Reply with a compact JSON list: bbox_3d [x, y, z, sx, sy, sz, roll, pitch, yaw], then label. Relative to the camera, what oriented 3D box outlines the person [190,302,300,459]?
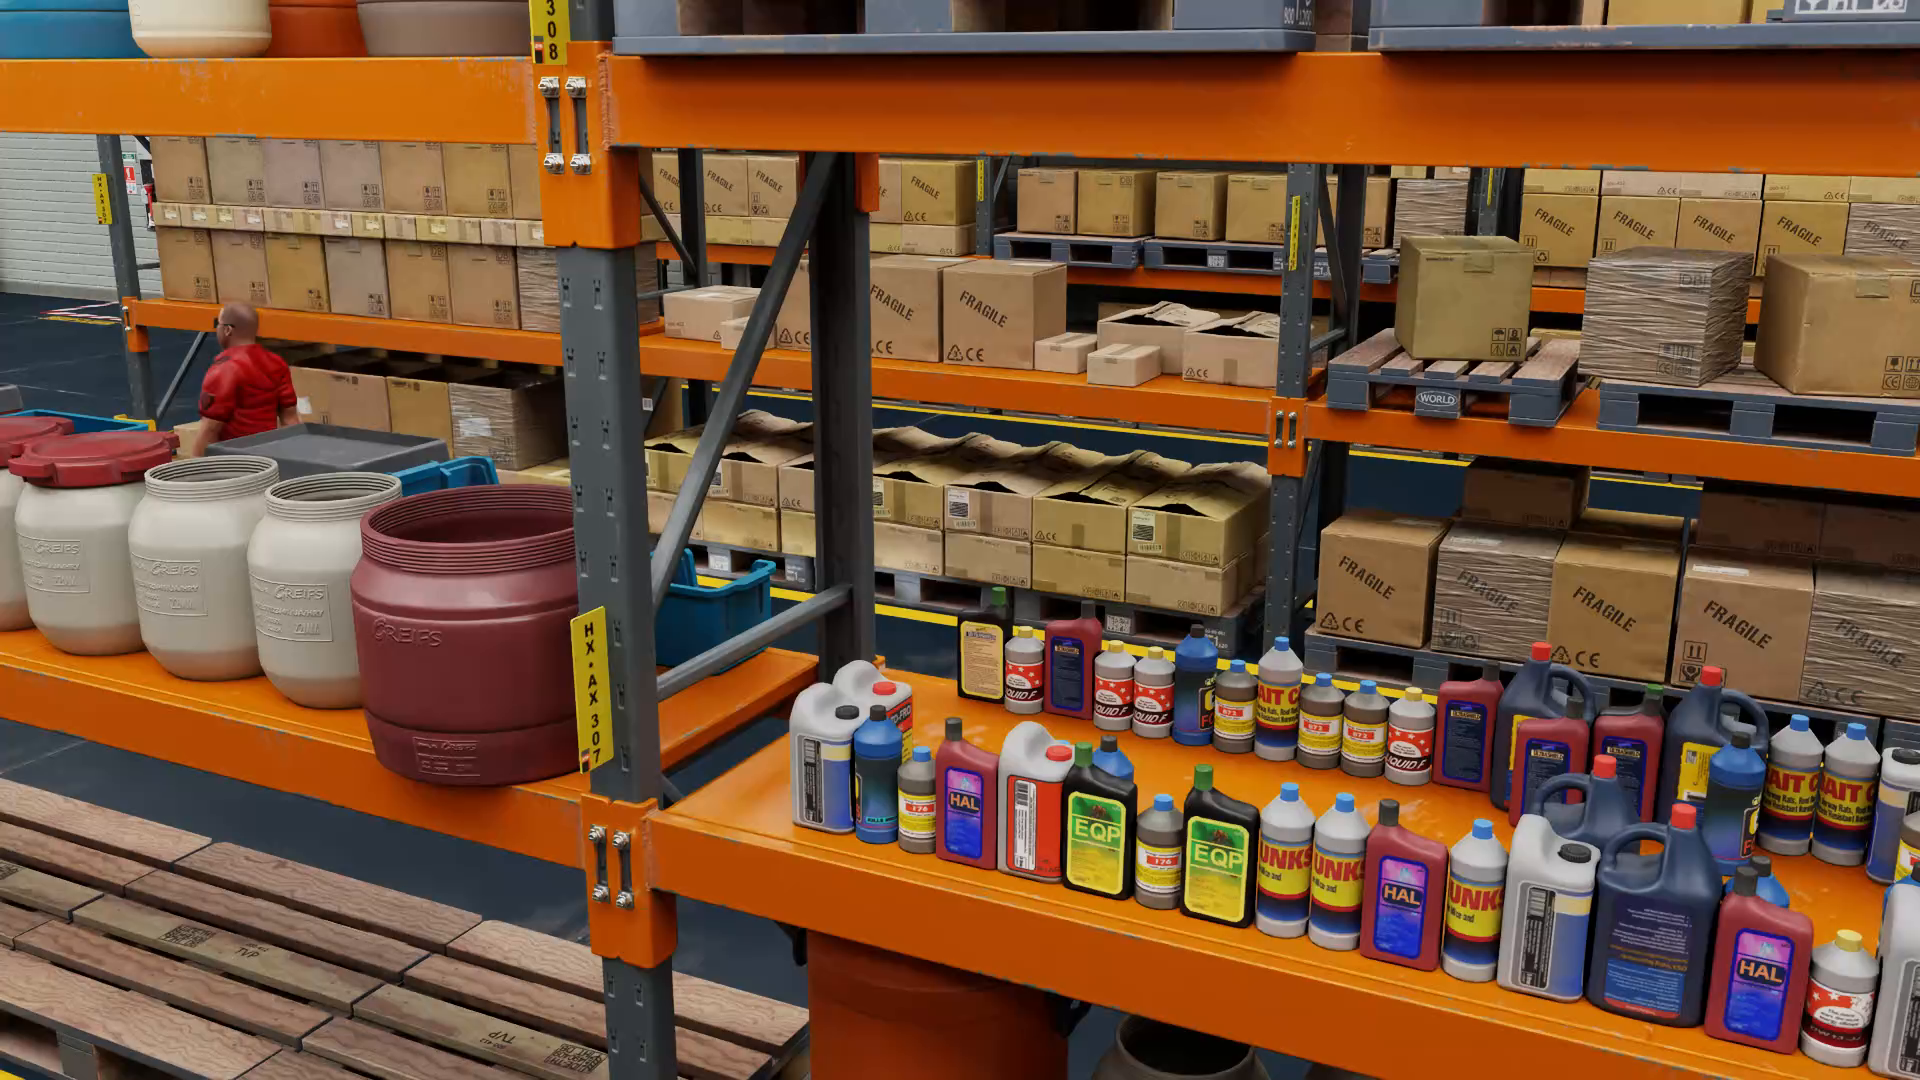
[{"bbox_3d":[-3.537,-0.340,8.264,1.030,1.679,0.542,3,16,10],"label":"person"}]
